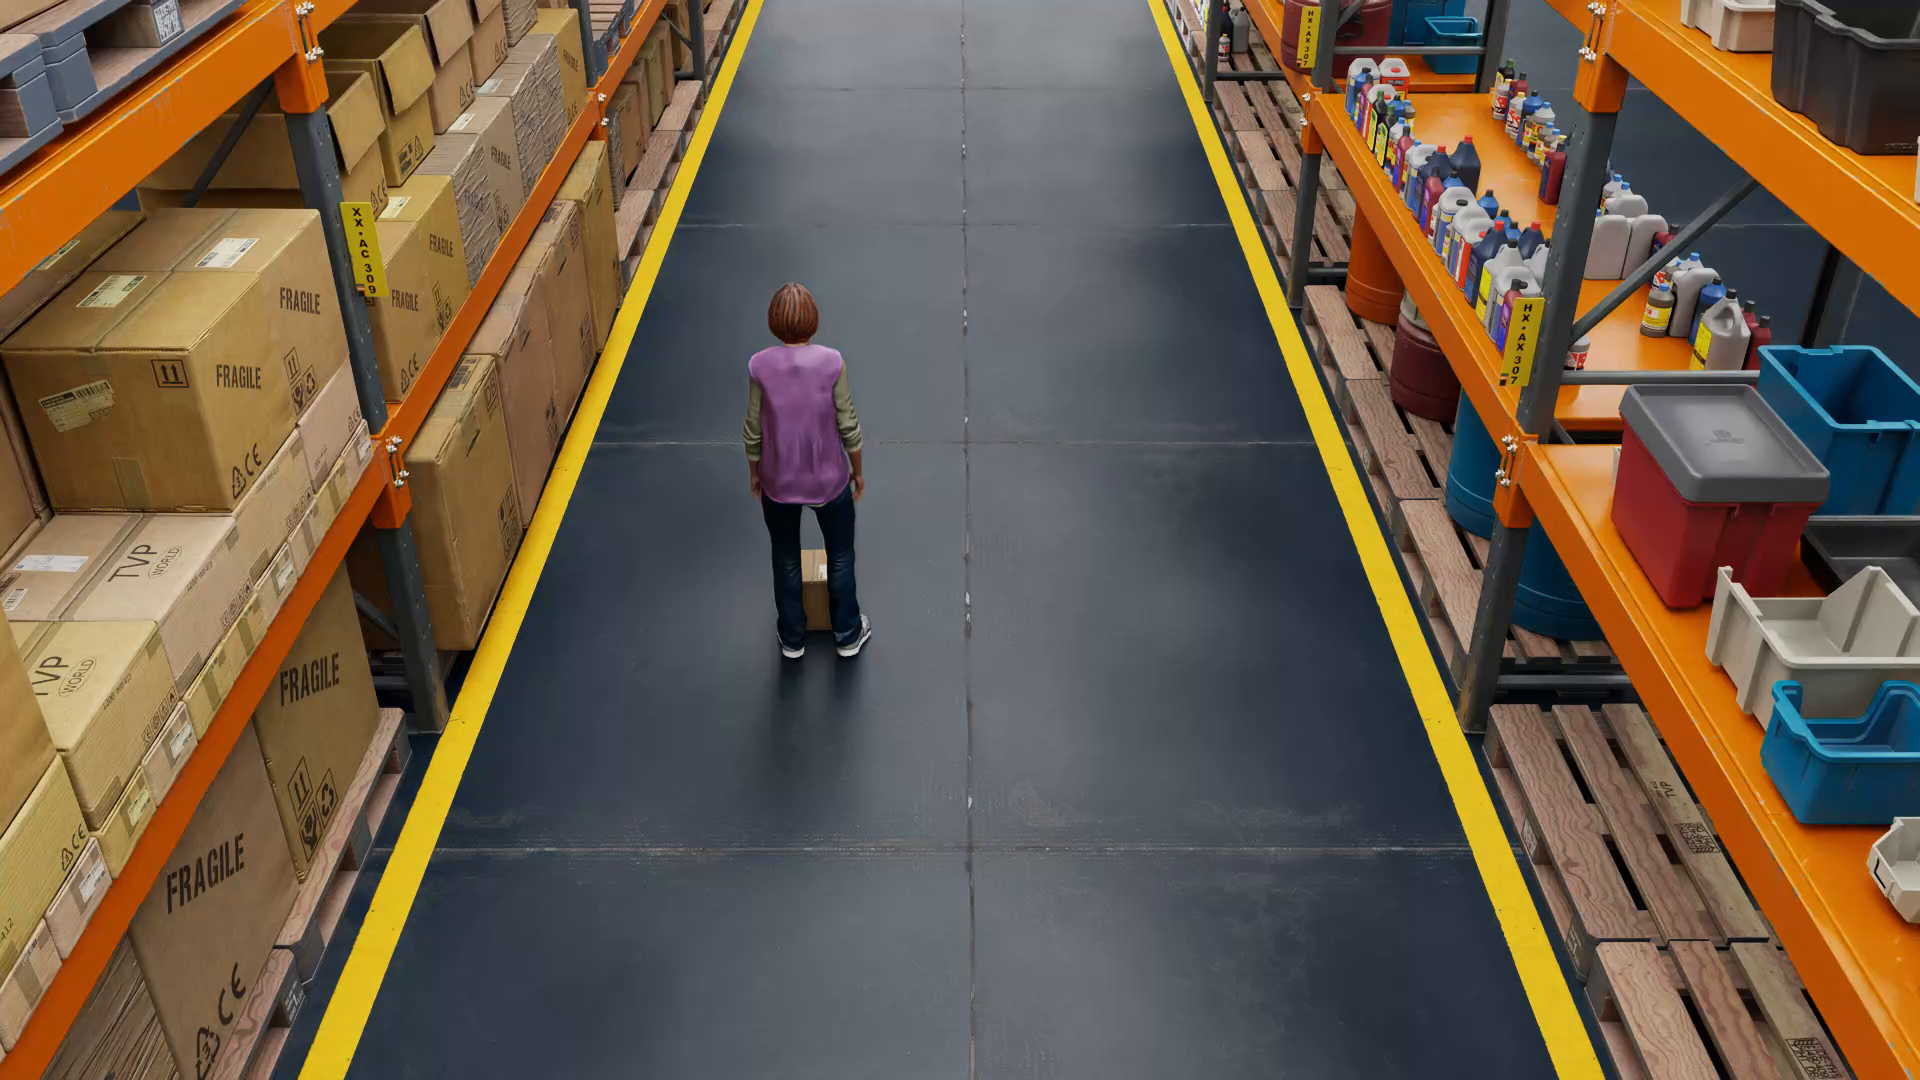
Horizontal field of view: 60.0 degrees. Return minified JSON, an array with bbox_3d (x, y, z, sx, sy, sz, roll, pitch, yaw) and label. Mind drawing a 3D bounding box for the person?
[{"bbox_3d":[-0.604,-0.230,6.517,0.459,1.591,0.348,0,32,0],"label":"person"}]
